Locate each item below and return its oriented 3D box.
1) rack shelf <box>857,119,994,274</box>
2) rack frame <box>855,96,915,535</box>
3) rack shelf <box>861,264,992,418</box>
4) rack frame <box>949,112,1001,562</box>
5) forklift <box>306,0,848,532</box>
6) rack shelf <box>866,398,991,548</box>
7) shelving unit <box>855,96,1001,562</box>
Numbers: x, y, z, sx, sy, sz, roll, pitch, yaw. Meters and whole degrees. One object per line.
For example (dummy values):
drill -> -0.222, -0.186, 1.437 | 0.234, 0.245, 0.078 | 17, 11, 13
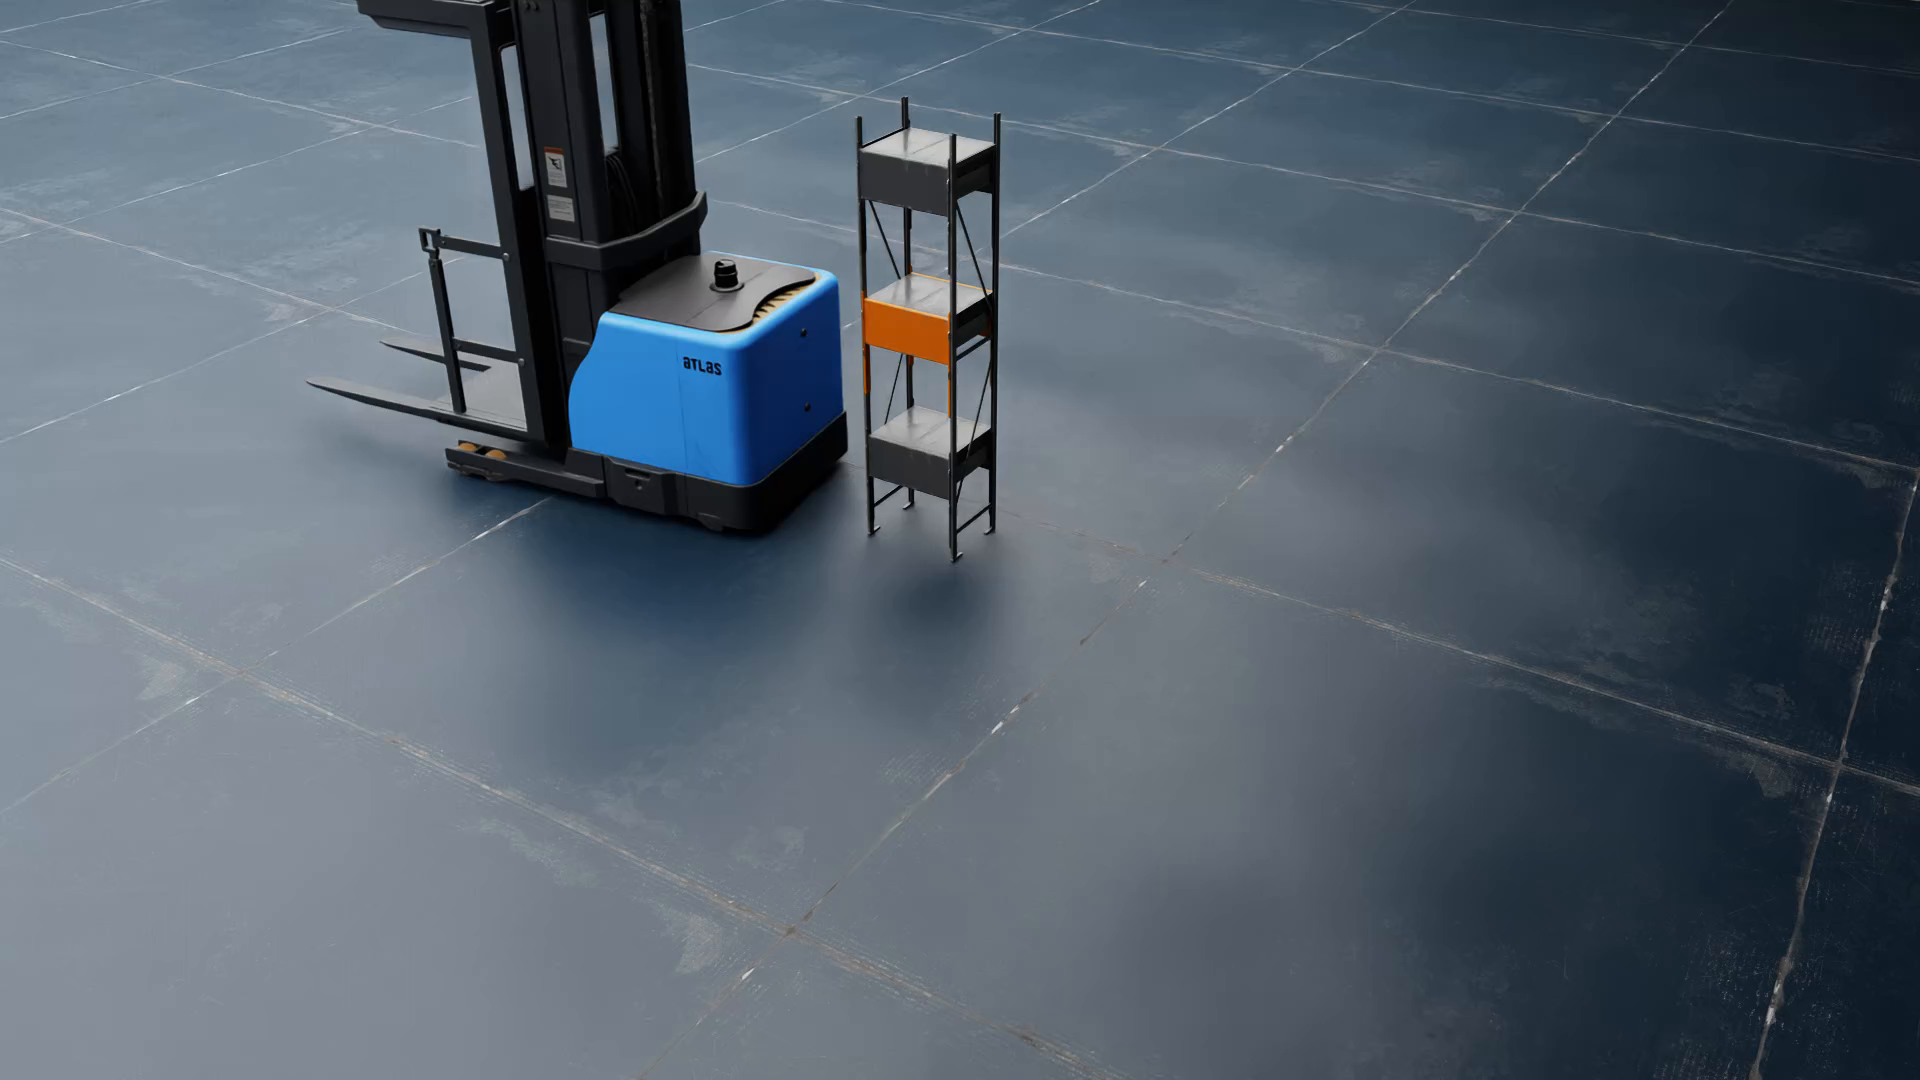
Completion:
rack shelf -> -0.140, -1.544, 7.451 | 0.480, 0.518, 0.431 | 18, 35, 27
rack frame -> -0.347, -1.017, 7.909 | 0.015, 2.100, 0.400 | 18, 35, 27
rack shelf -> -0.140, -0.940, 7.804 | 0.480, 0.518, 0.431 | 18, 35, 27
rack frame -> 0.066, -0.886, 7.685 | 0.015, 2.100, 0.400 | 18, 35, 27
forklift -> -2.162, -1.797, 8.422 | 3.031, 2.935, 1.130 | 13, 33, 21
rack shelf -> -0.140, -0.335, 8.157 | 0.480, 0.518, 0.431 | 18, 35, 27
shelving unit -> -0.140, -0.951, 7.797 | 0.503, 2.100, 0.431 | 18, 35, 27
